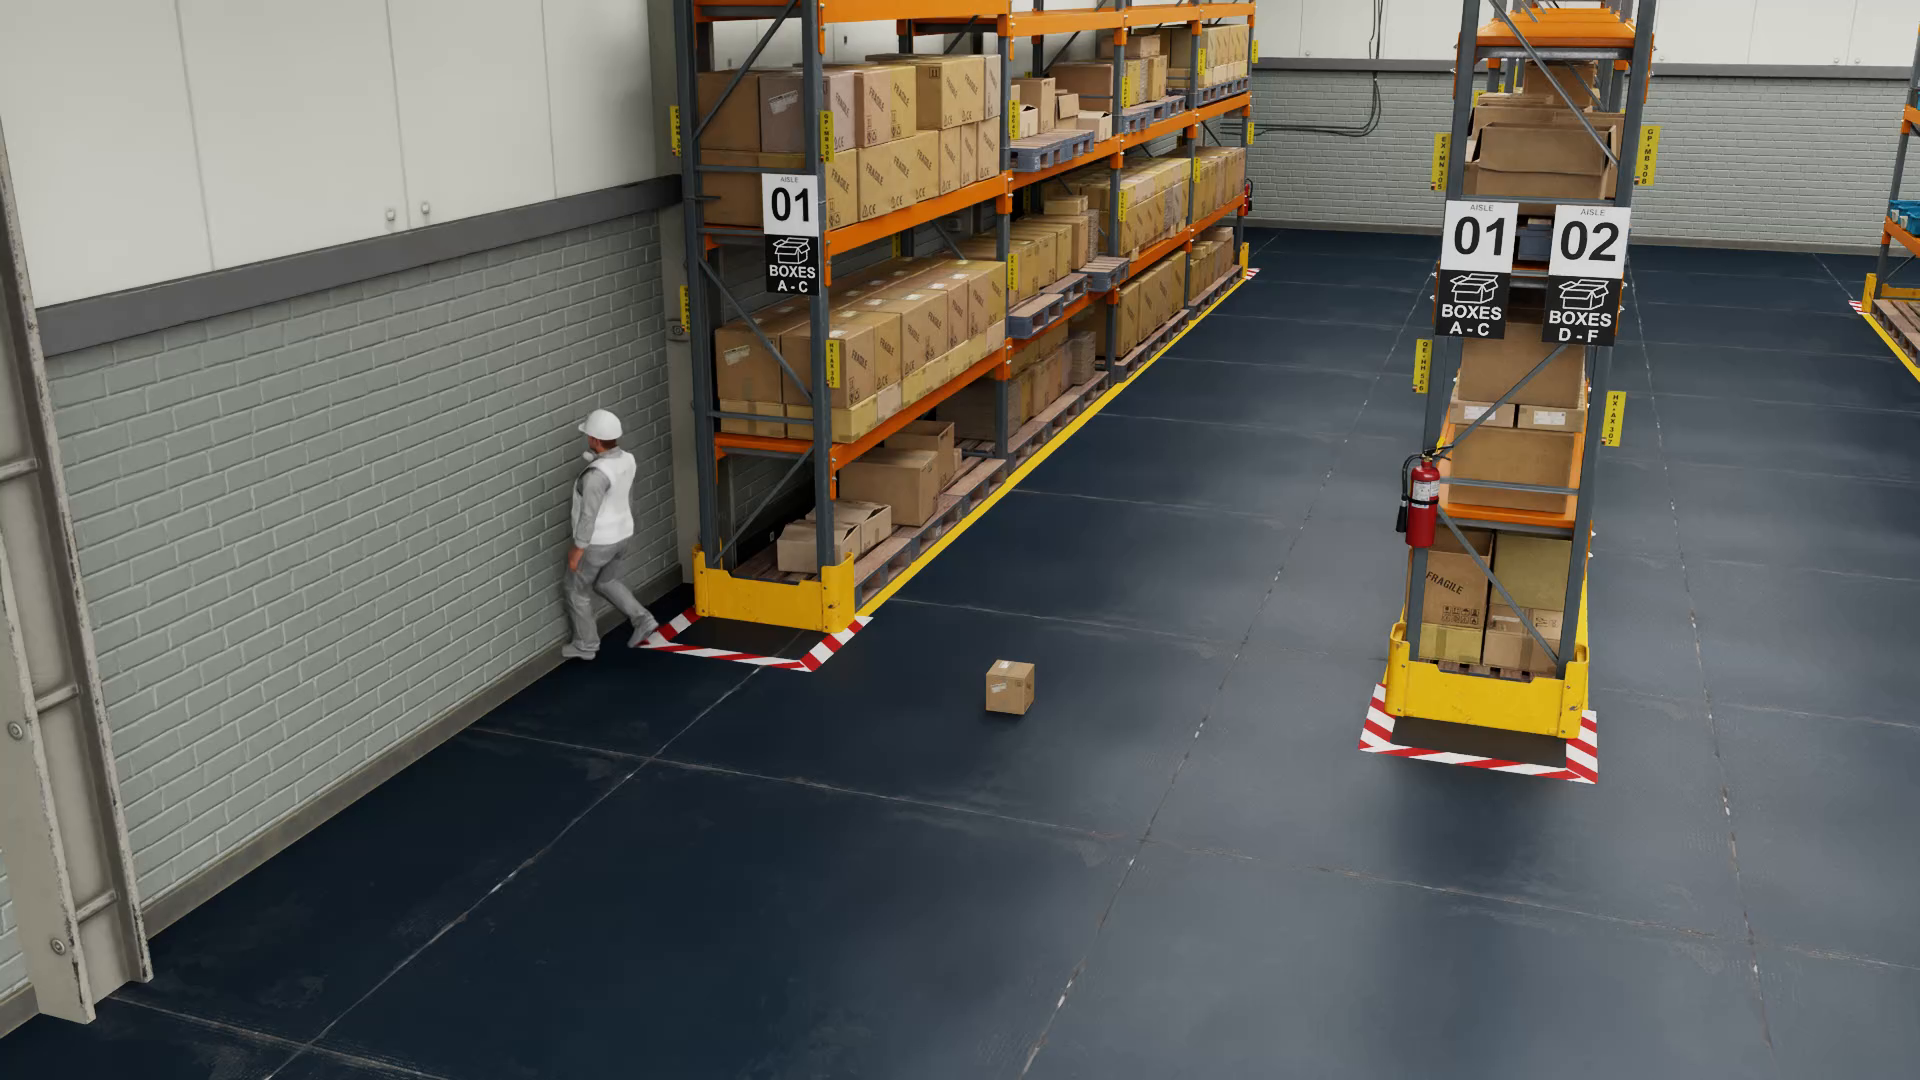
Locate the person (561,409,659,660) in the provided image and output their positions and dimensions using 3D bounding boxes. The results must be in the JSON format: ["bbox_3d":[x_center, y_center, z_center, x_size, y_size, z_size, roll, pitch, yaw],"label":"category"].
[{"bbox_3d":[-2.411,-0.035,11.066,0.691,1.734,0.558,6,20,18],"label":"person"}]
